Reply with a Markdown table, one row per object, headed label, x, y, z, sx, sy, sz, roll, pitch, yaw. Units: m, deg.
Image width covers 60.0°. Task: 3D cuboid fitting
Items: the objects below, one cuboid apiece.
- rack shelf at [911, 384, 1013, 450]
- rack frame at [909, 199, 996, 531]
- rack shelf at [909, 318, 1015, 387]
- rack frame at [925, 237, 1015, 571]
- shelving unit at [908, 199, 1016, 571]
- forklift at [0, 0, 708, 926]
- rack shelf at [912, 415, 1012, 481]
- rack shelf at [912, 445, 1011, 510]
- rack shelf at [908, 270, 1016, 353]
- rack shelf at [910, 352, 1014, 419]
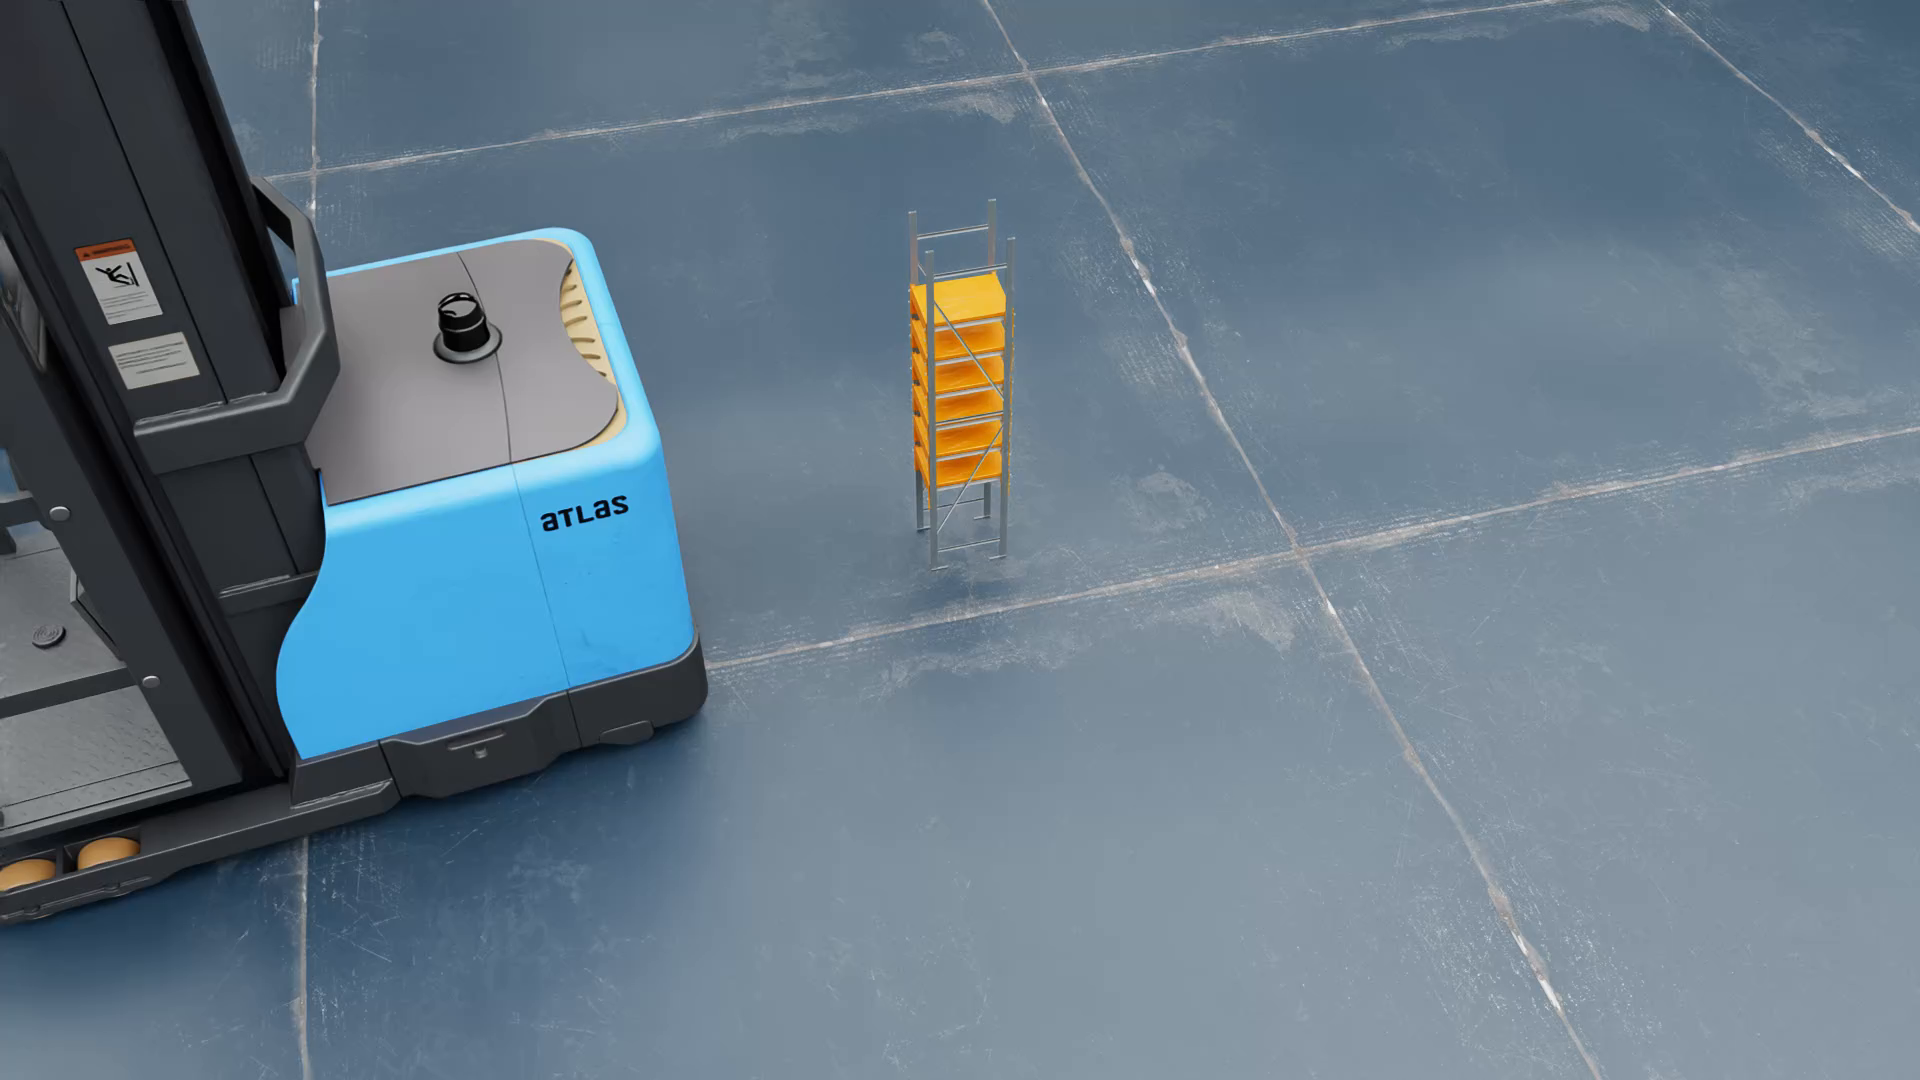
| label | x | y | z | sx | sy | sz | roll | pitch | yaw |
| --- | --- | --- | --- | --- | --- | --- | --- | --- | --- |
| rack shelf | 0.004 | -0.379 | 4.843 | 0.258 | 0.103 | 0.180 | -11 | 47 | -10 |
| rack frame | -0.020 | -0.473 | 4.874 | 0.240 | 1.200 | 0.006 | -11 | 47 | -10 |
| rack shelf | 0.004 | -0.547 | 4.672 | 0.258 | 0.103 | 0.180 | -11 | 47 | -10 |
| rack frame | 0.027 | -0.347 | 4.750 | 0.240 | 1.200 | 0.006 | -11 | 47 | -10 |
| shelving unit | 0.004 | -0.410 | 4.812 | 0.258 | 1.200 | 0.189 | -11 | 47 | -10 |
| forklift | -2.288 | -0.476 | 3.664 | 3.031 | 2.935 | 1.130 | -15 | 47 | -14 |
| rack shelf | 0.004 | -0.295 | 4.929 | 0.258 | 0.103 | 0.180 | -11 | 47 | -10 |
| rack shelf | 0.004 | -0.211 | 5.015 | 0.258 | 0.103 | 0.180 | -11 | 47 | -10 |
| rack shelf | 0.004 | -0.631 | 4.586 | 0.258 | 0.103 | 0.180 | -11 | 47 | -10 |
| rack shelf | 0.004 | -0.463 | 4.758 | 0.258 | 0.103 | 0.180 | -11 | 47 | -10 |
